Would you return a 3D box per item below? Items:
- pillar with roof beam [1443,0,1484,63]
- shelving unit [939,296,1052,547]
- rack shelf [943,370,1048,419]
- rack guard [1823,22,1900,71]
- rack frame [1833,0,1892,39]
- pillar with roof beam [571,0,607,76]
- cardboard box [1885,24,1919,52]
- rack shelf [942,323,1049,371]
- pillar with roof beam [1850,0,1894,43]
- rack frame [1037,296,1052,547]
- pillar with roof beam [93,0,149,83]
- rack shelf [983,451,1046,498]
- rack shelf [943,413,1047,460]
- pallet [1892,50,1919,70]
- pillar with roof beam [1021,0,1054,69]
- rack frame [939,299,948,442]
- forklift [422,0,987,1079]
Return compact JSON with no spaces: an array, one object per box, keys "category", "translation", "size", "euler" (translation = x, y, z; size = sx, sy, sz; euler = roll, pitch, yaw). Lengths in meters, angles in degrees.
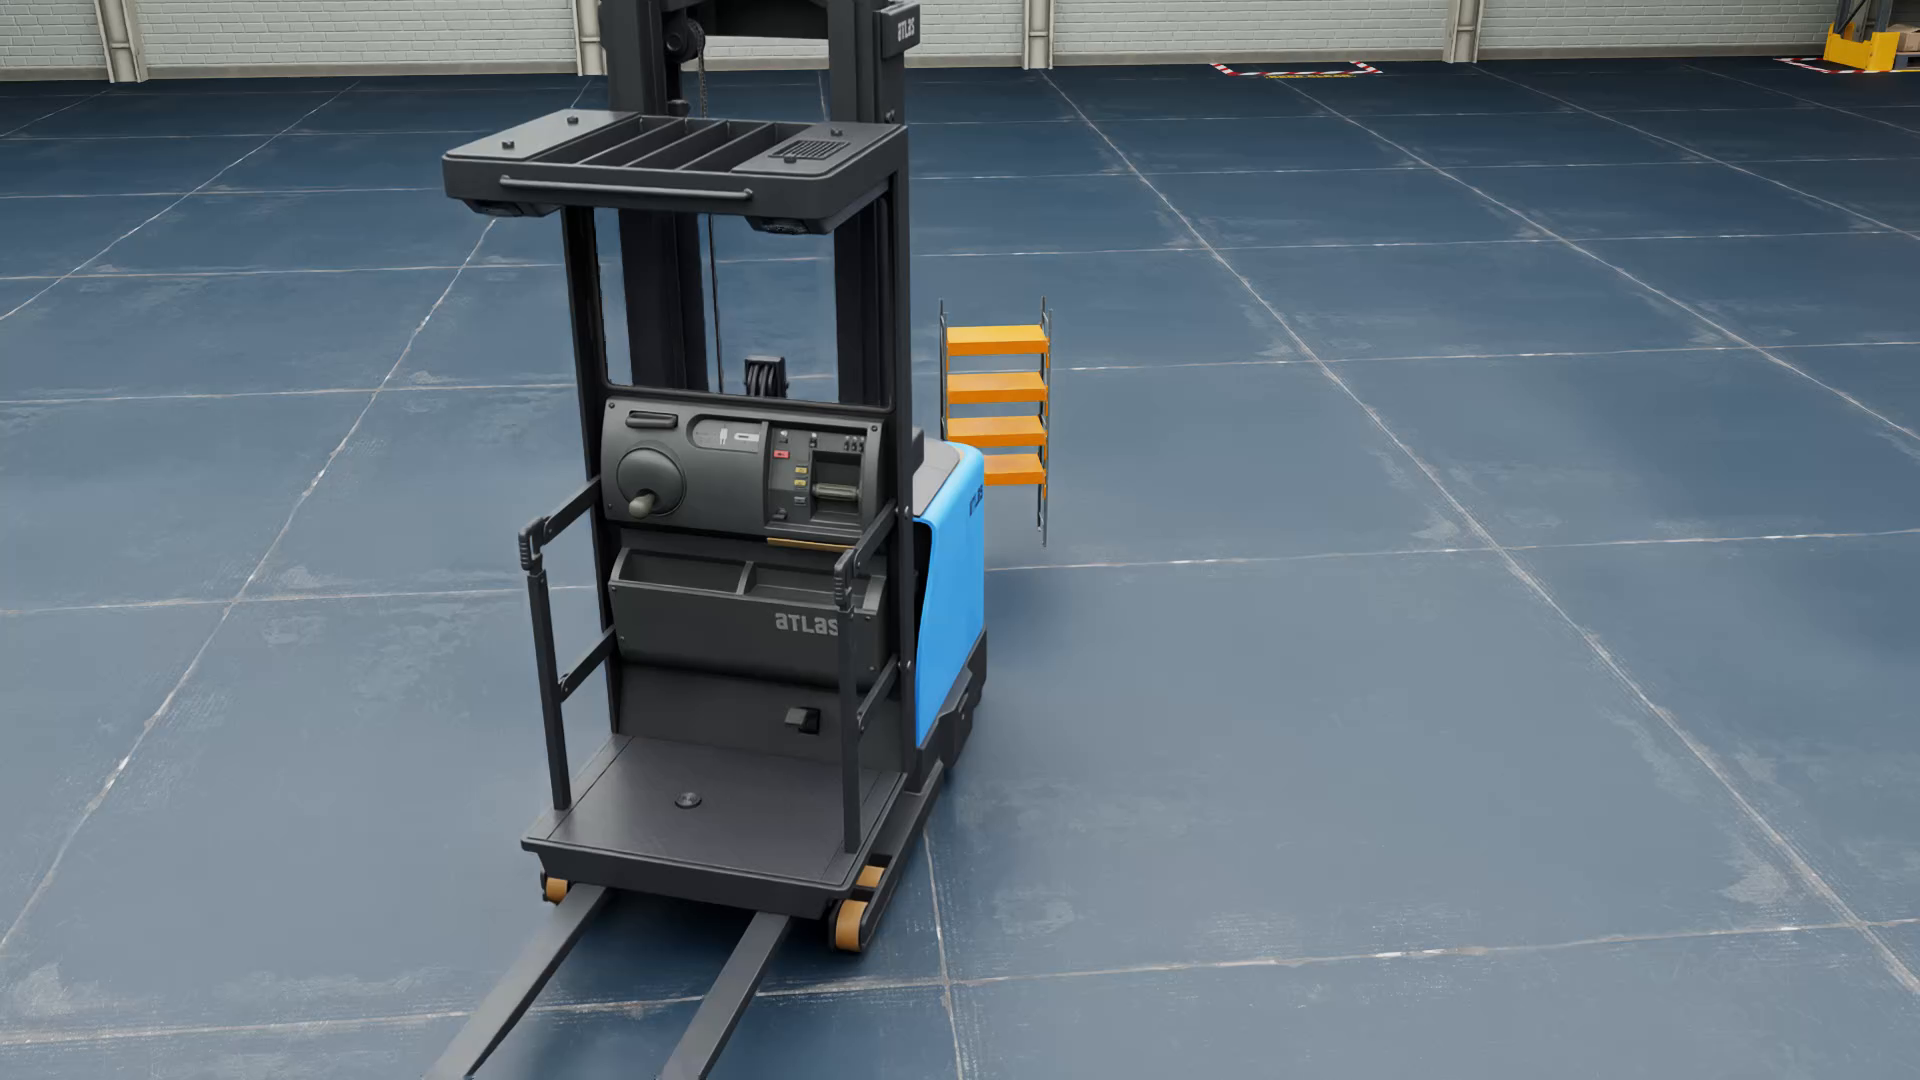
[{"category":"pillar with roof beam","translation":[7.452,-9.112,17.672],"size":[0.400,9.000,9.100],"euler":[-2,24,-5]},{"category":"shelving unit","translation":[0.165,-0.555,8.021],"size":[0.503,1.200,0.258],"euler":[-2,24,-5]},{"category":"rack shelf","translation":[0.165,-0.698,7.958],"size":[0.480,0.148,0.258],"euler":[-2,24,-5]},{"category":"rack guard","translation":[12.464,-6.834,23.010],"size":[0.348,0.500,1.175],"euler":[-2,24,-5]},{"category":"rack frame","translation":[12.388,-7.973,22.495],"size":[0.127,3.000,1.000],"euler":[-2,24,-5]},{"category":"pillar with roof beam","translation":[-4.490,-8.633,16.595],"size":[0.400,9.000,9.100],"euler":[-2,24,-5]},{"category":"cardboard box","translation":[13.086,-6.937,22.932],"size":[0.500,0.311,0.500],"euler":[-5,24,-11]},{"category":"rack shelf","translation":[0.165,-0.914,7.862],"size":[0.480,0.148,0.258],"euler":[-2,24,-5]},{"category":"pillar with roof beam","translation":[13.423,-9.352,18.211],"size":[0.400,9.000,9.100],"euler":[-2,24,-5]},{"category":"rack frame","translation":[0.408,-0.565,8.043],"size":[0.015,1.200,0.240],"euler":[-2,24,-5]},{"category":"pillar with roof beam","translation":[-10.461,-8.394,16.056],"size":[0.400,9.000,9.100],"euler":[-2,24,-5]},{"category":"rack shelf","translation":[0.165,-0.312,8.129],"size":[0.480,0.148,0.258],"euler":[-2,24,-5]},{"category":"rack shelf","translation":[0.165,-0.493,8.048],"size":[0.480,0.148,0.258],"euler":[-2,24,-5]},{"category":"pallet","translation":[13.276,-6.720,23.109],"size":[1.213,0.211,1.003],"euler":[-2,24,-5]},{"category":"pillar with roof beam","translation":[1.481,-8.873,17.133],"size":[0.400,9.000,9.100],"euler":[-2,24,-5]},{"category":"rack frame","translation":[-0.078,-0.545,7.999],"size":[0.015,1.200,0.240],"euler":[-2,24,-5]},{"category":"forklift","translation":[-0.750,-0.199,5.090],"size":[1.130,2.935,3.031],"euler":[6,25,13]}]
